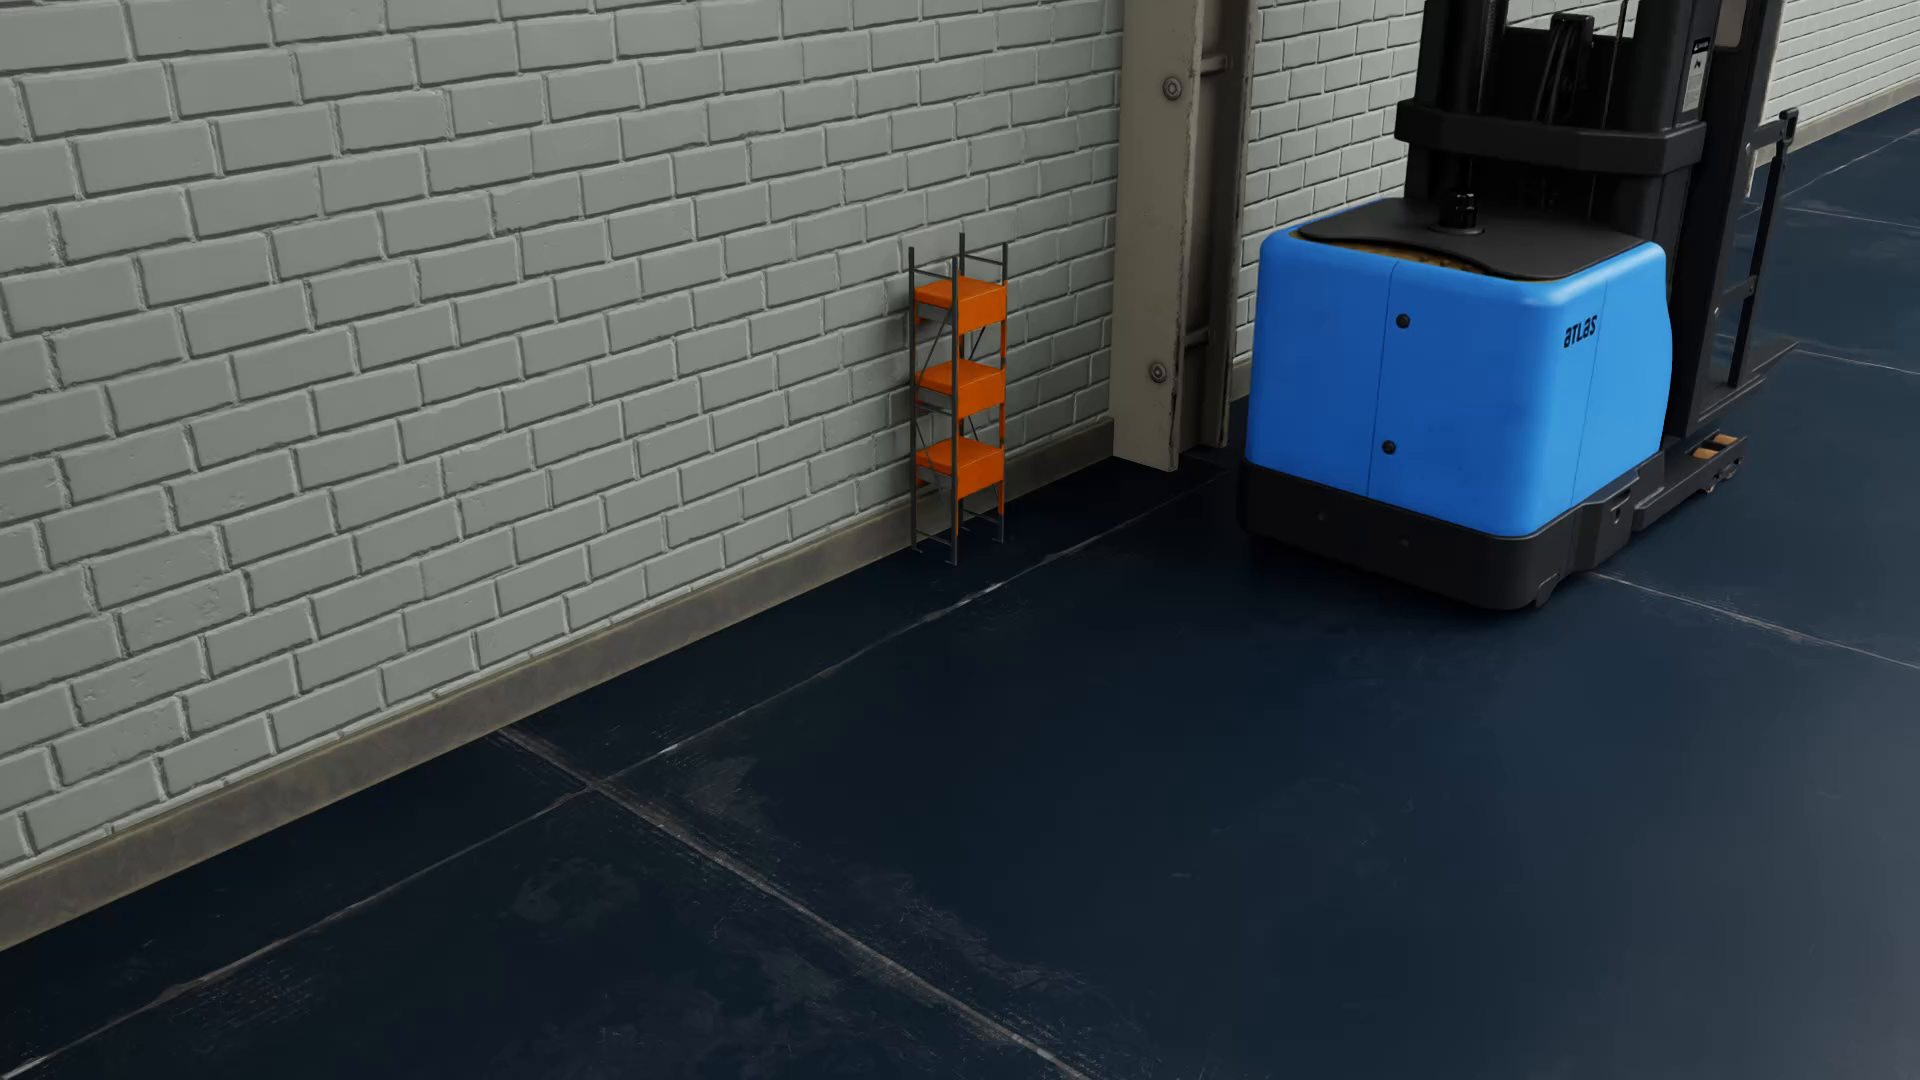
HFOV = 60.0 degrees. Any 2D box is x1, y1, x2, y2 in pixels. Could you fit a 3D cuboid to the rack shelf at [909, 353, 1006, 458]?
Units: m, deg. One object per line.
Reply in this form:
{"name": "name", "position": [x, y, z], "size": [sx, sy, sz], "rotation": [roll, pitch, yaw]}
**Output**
{"name": "rack shelf", "position": [-0.007, -0.448, 5.489], "size": [0.215, 0.259, 0.240], "rotation": [20, 31, 37]}

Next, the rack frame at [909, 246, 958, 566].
{"name": "rack frame", "position": [-0.087, -0.420, 5.401], "size": [0.200, 1.050, 0.008], "rotation": [20, 31, 37]}

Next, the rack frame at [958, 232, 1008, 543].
{"name": "rack frame", "position": [0.074, -0.495, 5.569], "size": [0.200, 1.050, 0.008], "rotation": [20, 31, 37]}

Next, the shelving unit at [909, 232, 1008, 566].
{"name": "shelving unit", "position": [-0.006, -0.457, 5.485], "size": [0.215, 1.050, 0.252], "rotation": [20, 31, 37]}

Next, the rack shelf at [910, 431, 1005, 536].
{"name": "rack shelf", "position": [-0.008, -0.195, 5.604], "size": [0.215, 0.259, 0.240], "rotation": [20, 31, 37]}

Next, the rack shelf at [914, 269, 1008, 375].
{"name": "rack shelf", "position": [-0.005, -0.706, 5.372], "size": [0.215, 0.259, 0.240], "rotation": [20, 31, 37]}

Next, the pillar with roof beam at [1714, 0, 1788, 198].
{"name": "pillar with roof beam", "position": [8.027, -5.119, 6.167], "size": [9.100, 9.000, 0.400], "rotation": [20, 31, 38]}

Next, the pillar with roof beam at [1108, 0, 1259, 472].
{"name": "pillar with roof beam", "position": [4.022, -3.291, 2.090], "size": [9.100, 9.000, 0.400], "rotation": [20, 31, 38]}

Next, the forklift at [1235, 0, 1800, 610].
{"name": "forklift", "position": [2.319, -1.637, 5.818], "size": [1.130, 2.935, 3.031], "rotation": [21, 32, 38]}
